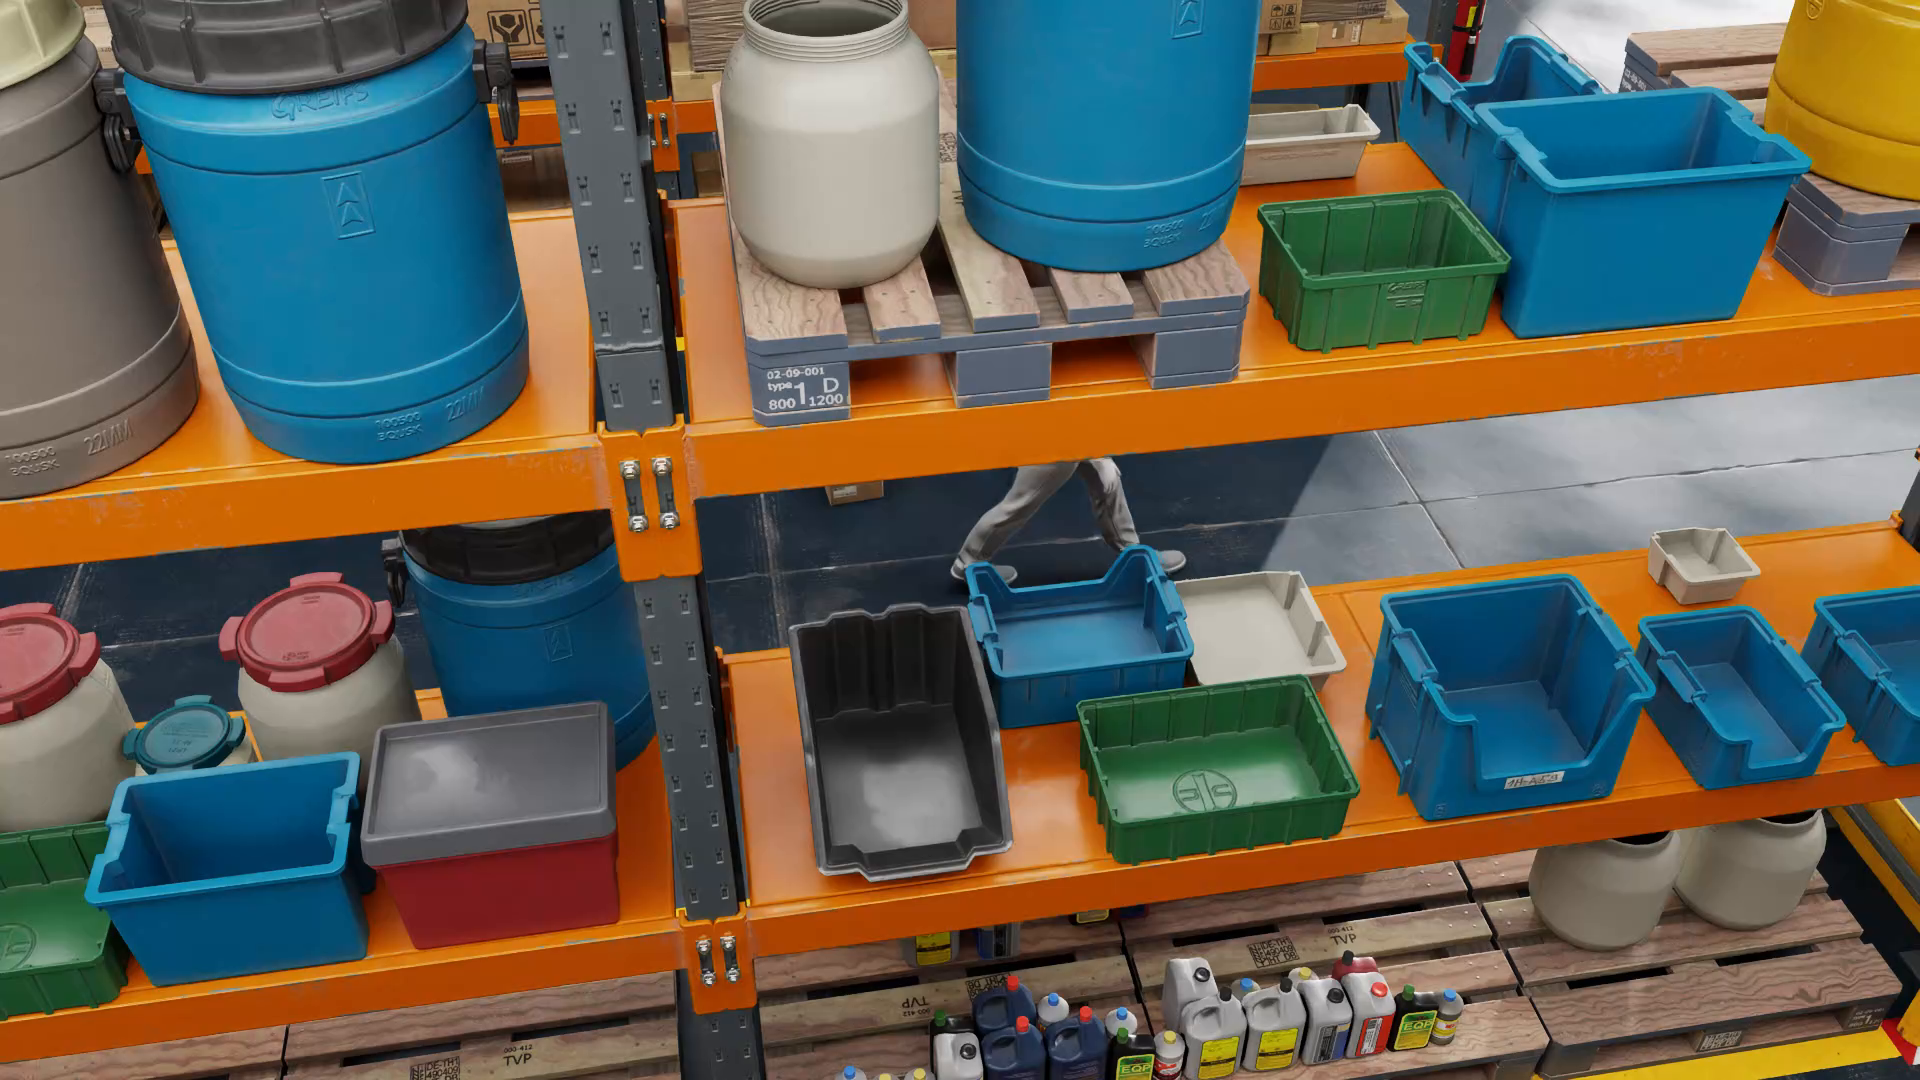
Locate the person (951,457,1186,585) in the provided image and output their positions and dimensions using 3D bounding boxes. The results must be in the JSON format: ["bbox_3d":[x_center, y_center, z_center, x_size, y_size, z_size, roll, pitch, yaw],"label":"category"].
[{"bbox_3d":[0.471,-0.442,6.684,1.020,1.612,0.515,2,39,2],"label":"person"}]
